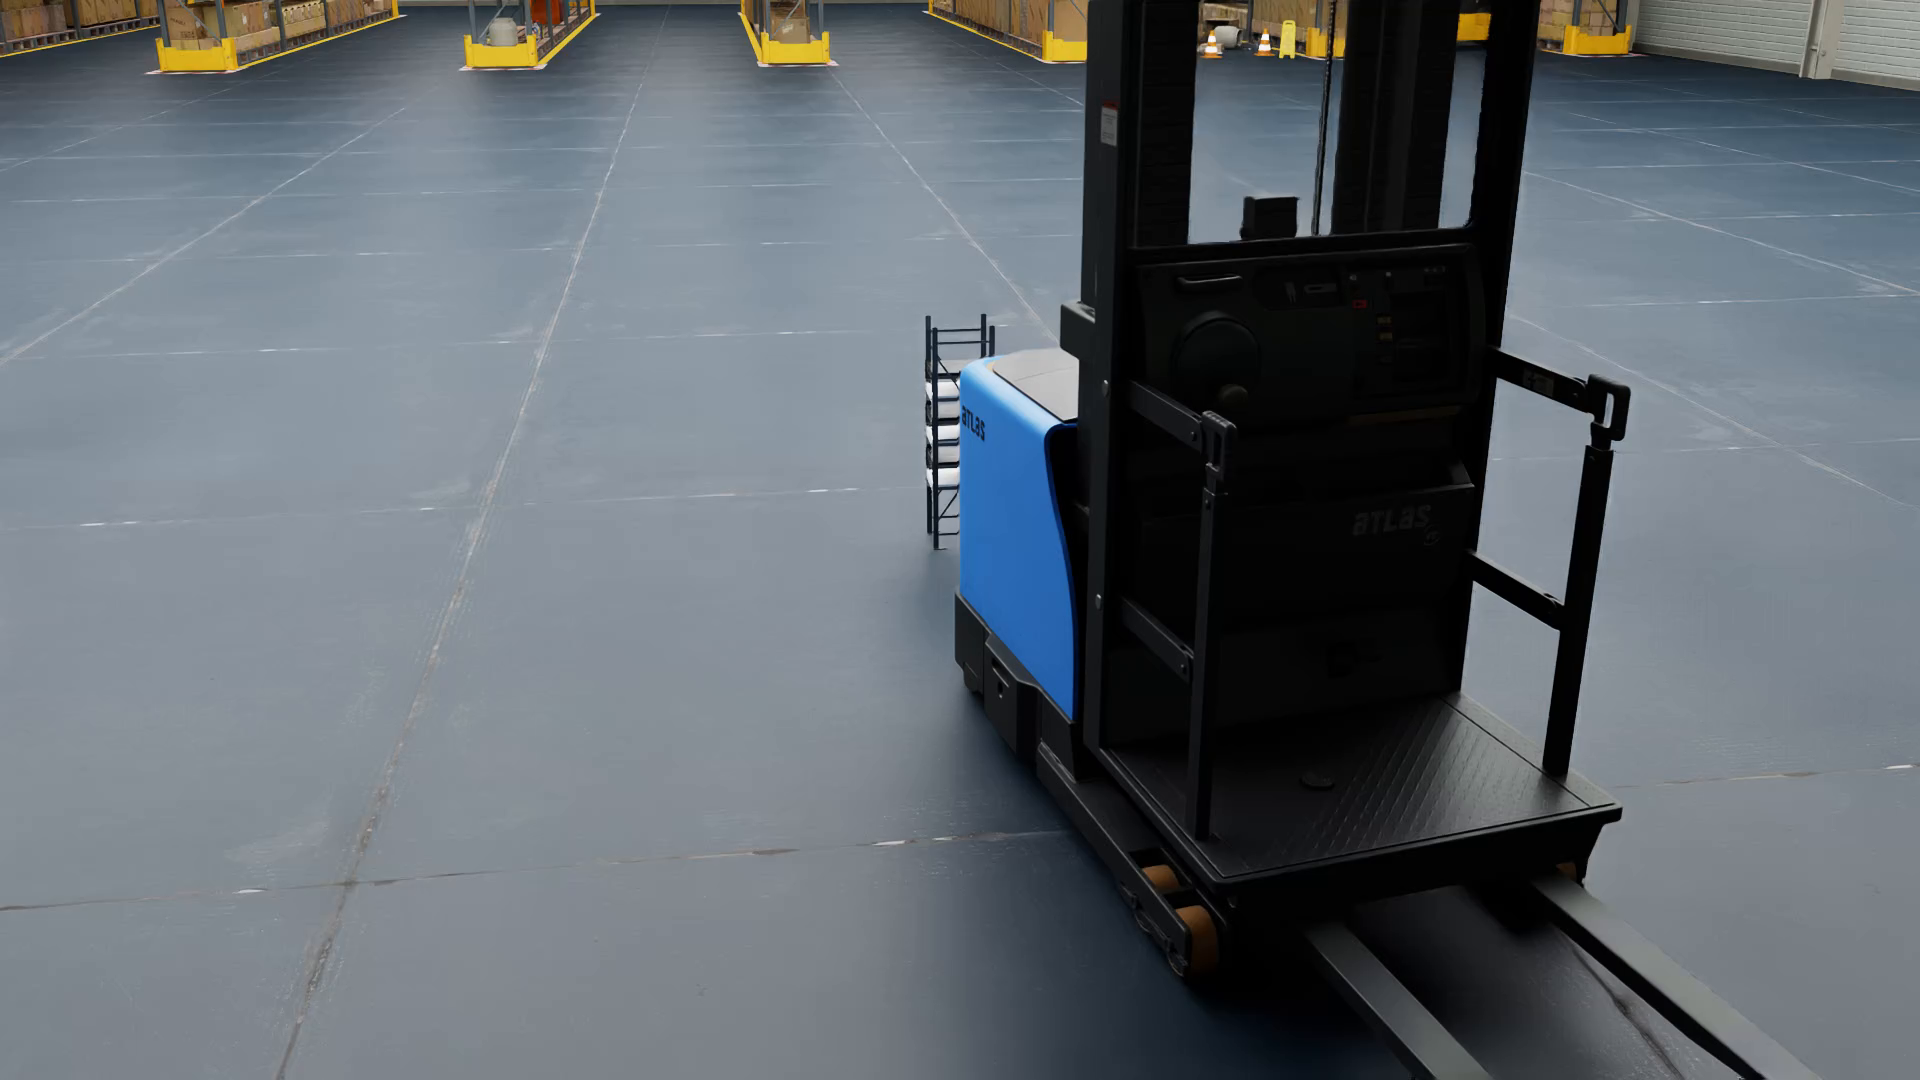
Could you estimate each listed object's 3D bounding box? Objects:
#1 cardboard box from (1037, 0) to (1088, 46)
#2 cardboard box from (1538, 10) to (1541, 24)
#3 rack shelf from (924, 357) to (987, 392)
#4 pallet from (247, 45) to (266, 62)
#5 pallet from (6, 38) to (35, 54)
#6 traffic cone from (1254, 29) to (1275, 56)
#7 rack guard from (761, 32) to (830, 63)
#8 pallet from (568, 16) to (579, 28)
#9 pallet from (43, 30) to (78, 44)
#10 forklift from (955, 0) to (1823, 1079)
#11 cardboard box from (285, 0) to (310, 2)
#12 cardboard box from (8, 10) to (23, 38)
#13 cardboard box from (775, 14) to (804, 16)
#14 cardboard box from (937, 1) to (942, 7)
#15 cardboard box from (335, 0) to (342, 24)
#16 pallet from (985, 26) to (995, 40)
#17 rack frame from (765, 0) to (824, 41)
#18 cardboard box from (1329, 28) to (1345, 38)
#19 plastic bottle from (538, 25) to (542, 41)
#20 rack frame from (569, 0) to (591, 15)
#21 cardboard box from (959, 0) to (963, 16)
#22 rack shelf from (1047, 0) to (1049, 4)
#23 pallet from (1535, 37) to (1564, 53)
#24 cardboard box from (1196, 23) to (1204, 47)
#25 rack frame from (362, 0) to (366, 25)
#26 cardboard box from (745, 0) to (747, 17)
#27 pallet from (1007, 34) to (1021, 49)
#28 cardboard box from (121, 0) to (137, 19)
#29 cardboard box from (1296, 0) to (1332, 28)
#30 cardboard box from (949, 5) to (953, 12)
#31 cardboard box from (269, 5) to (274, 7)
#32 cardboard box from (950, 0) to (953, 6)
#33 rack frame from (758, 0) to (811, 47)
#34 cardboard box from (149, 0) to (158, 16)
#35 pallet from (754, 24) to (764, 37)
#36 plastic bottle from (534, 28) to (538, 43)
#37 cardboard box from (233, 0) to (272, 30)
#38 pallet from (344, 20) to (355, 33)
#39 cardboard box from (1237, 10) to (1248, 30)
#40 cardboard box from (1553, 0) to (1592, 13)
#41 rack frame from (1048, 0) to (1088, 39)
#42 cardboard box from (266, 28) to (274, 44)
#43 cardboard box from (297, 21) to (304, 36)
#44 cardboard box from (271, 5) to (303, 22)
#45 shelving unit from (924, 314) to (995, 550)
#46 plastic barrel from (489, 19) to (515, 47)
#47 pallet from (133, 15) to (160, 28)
[{"bbox_3d":[1.896,-9.394,30.018,0.875,0.875,0.875,-3,21,-7],"label":"cardboard box"},{"bbox_3d":[11.318,-10.145,32.207,0.500,0.250,0.500,-3,21,-9],"label":"cardboard box"},{"bbox_3d":[-0.001,-0.646,6.483,0.258,0.077,0.200,-3,21,-8],"label":"rack shelf"},{"bbox_3d":[-12.992,-8.626,29.509,1.003,0.211,1.213,-3,21,-8],"label":"pallet"},{"bbox_3d":[-18.259,-9.345,31.434,1.003,0.211,1.213,-3,21,-8],"label":"pallet"},{"bbox_3d":[5.604,-9.141,30.530,0.336,0.463,0.334,-3,21,-8],"label":"traffic cone"},{"bbox_3d":[-2.875,-8.601,29.031,1.175,0.500,0.348,-3,21,-8],"label":"rack guard"},{"bbox_3d":[-9.425,-12.076,38.746,1.003,0.211,1.213,-3,21,-8],"label":"pallet"},{"bbox_3d":[-18.611,-10.190,33.696,1.003,0.211,1.213,-3,21,-8],"label":"pallet"},{"bbox_3d":[0.933,-0.497,3.857,1.130,2.935,3.031,-7,21,-17],"label":"forklift"},{"bbox_3d":[-14.188,-11.365,35.801,0.500,0.500,0.500,-2,21,-6],"label":"cardboard box"},{"bbox_3d":[-18.392,-9.847,31.738,0.700,0.500,0.500,-3,21,-9],"label":"cardboard box"},{"bbox_3d":[-3.129,-9.412,30.601,0.500,0.500,0.500,-1,21,-3],"label":"cardboard box"},{"bbox_3d":[-0.399,-13.899,43.116,0.380,0.149,0.250,-3,21,-7],"label":"cardboard box"},{"bbox_3d":[-13.684,-11.406,35.911,0.500,0.500,0.500,-4,21,-10],"label":"cardboard box"},{"bbox_3d":[1.117,-10.727,35.134,1.003,0.211,1.213,-3,21,-8],"label":"pallet"},{"bbox_3d":[-2.864,-9.746,28.524,1.000,3.000,0.127,-3,21,-8],"label":"rack frame"},{"bbox_3d":[7.100,-9.448,31.055,0.500,0.250,0.500,-3,21,-8],"label":"cardboard box"},{"bbox_3d":[-7.871,-9.486,31.080,0.061,0.283,0.133,-2,21,-4],"label":"plastic bottle"},{"bbox_3d":[-10.072,-15.036,42.687,1.000,3.000,0.127,-3,21,-8],"label":"rack frame"},{"bbox_3d":[0.251,-12.690,39.377,0.500,0.500,0.500,-2,21,-5],"label":"cardboard box"},{"bbox_3d":[1.771,-10.317,31.080,1.077,0.370,4.000,-3,21,-8],"label":"rack shelf"},{"bbox_3d":[11.702,-9.454,31.727,1.003,0.211,1.213,-3,21,-8],"label":"pallet"},{"bbox_3d":[4.184,-9.557,31.585,0.637,0.503,0.797,17,27,39],"label":"cardboard box"},{"bbox_3d":[-14.397,-13.403,38.313,1.000,3.000,0.127,-3,21,-8],"label":"rack frame"},{"bbox_3d":[-4.352,-12.572,38.527,1.225,0.875,0.875,-4,21,-10],"label":"cardboard box"},{"bbox_3d":[1.514,-9.773,32.580,1.003,0.211,1.213,-3,21,-8],"label":"pallet"},{"bbox_3d":[-19.076,-12.123,37.359,0.750,0.750,0.750,-3,21,-7],"label":"cardboard box"},{"bbox_3d":[6.569,-9.770,30.846,0.500,0.500,0.500,-3,21,-7],"label":"cardboard box"},{"bbox_3d":[-0.065,-13.096,40.967,0.380,0.149,0.250,-3,21,-7],"label":"cardboard box"},{"bbox_3d":[-13.806,-10.457,32.954,0.500,0.311,0.500,-3,21,-8],"label":"cardboard box"},{"bbox_3d":[-0.031,-13.210,40.846,0.380,0.149,0.250,-3,21,-7],"label":"cardboard box"},{"bbox_3d":[-3.441,-11.131,32.232,1.000,3.000,0.127,-3,21,-8],"label":"rack frame"},{"bbox_3d":[-19.374,-12.615,39.178,0.700,0.500,0.500,-3,21,-8],"label":"cardboard box"},{"bbox_3d":[-3.906,-10.939,35.703,1.003,0.211,1.213,-3,21,-8],"label":"pallet"},{"bbox_3d":[-7.782,-9.221,30.388,0.097,0.271,0.097,0,20,0],"label":"plastic bottle"},{"bbox_3d":[-12.900,-9.569,30.308,0.500,0.500,0.500,-3,21,-8],"label":"cardboard box"},{"bbox_3d":[-14.063,-11.393,36.919,1.003,0.211,1.213,-3,21,-8],"label":"pallet"},{"bbox_3d":[6.288,-10.778,34.442,0.950,0.372,0.625,-3,21,-7],"label":"cardboard box"},{"bbox_3d":[11.479,-10.018,31.153,0.500,0.250,0.500,-2,21,-6],"label":"cardboard box"},{"bbox_3d":[2.059,-9.961,29.100,1.000,3.000,0.127,-3,21,-8],"label":"rack frame"},{"bbox_3d":[-12.898,-9.218,30.440,0.500,0.250,0.500,-3,21,-8],"label":"cardboard box"},{"bbox_3d":[-13.207,-10.050,32.666,0.500,0.250,0.500,-4,21,-9],"label":"cardboard box"},{"bbox_3d":[-13.200,-10.312,32.568,0.500,0.311,0.500,-4,21,-10],"label":"cardboard box"},{"bbox_3d":[-0.001,-0.424,6.566,0.258,0.900,0.210,-3,21,-8],"label":"shelving unit"},{"bbox_3d":[-7.936,-8.752,28.816,0.421,0.512,0.421,0,20,0],"label":"plastic barrel"},{"bbox_3d":[-19.331,-12.112,38.844,1.003,0.211,1.213,-3,21,-8],"label":"pallet"}]
